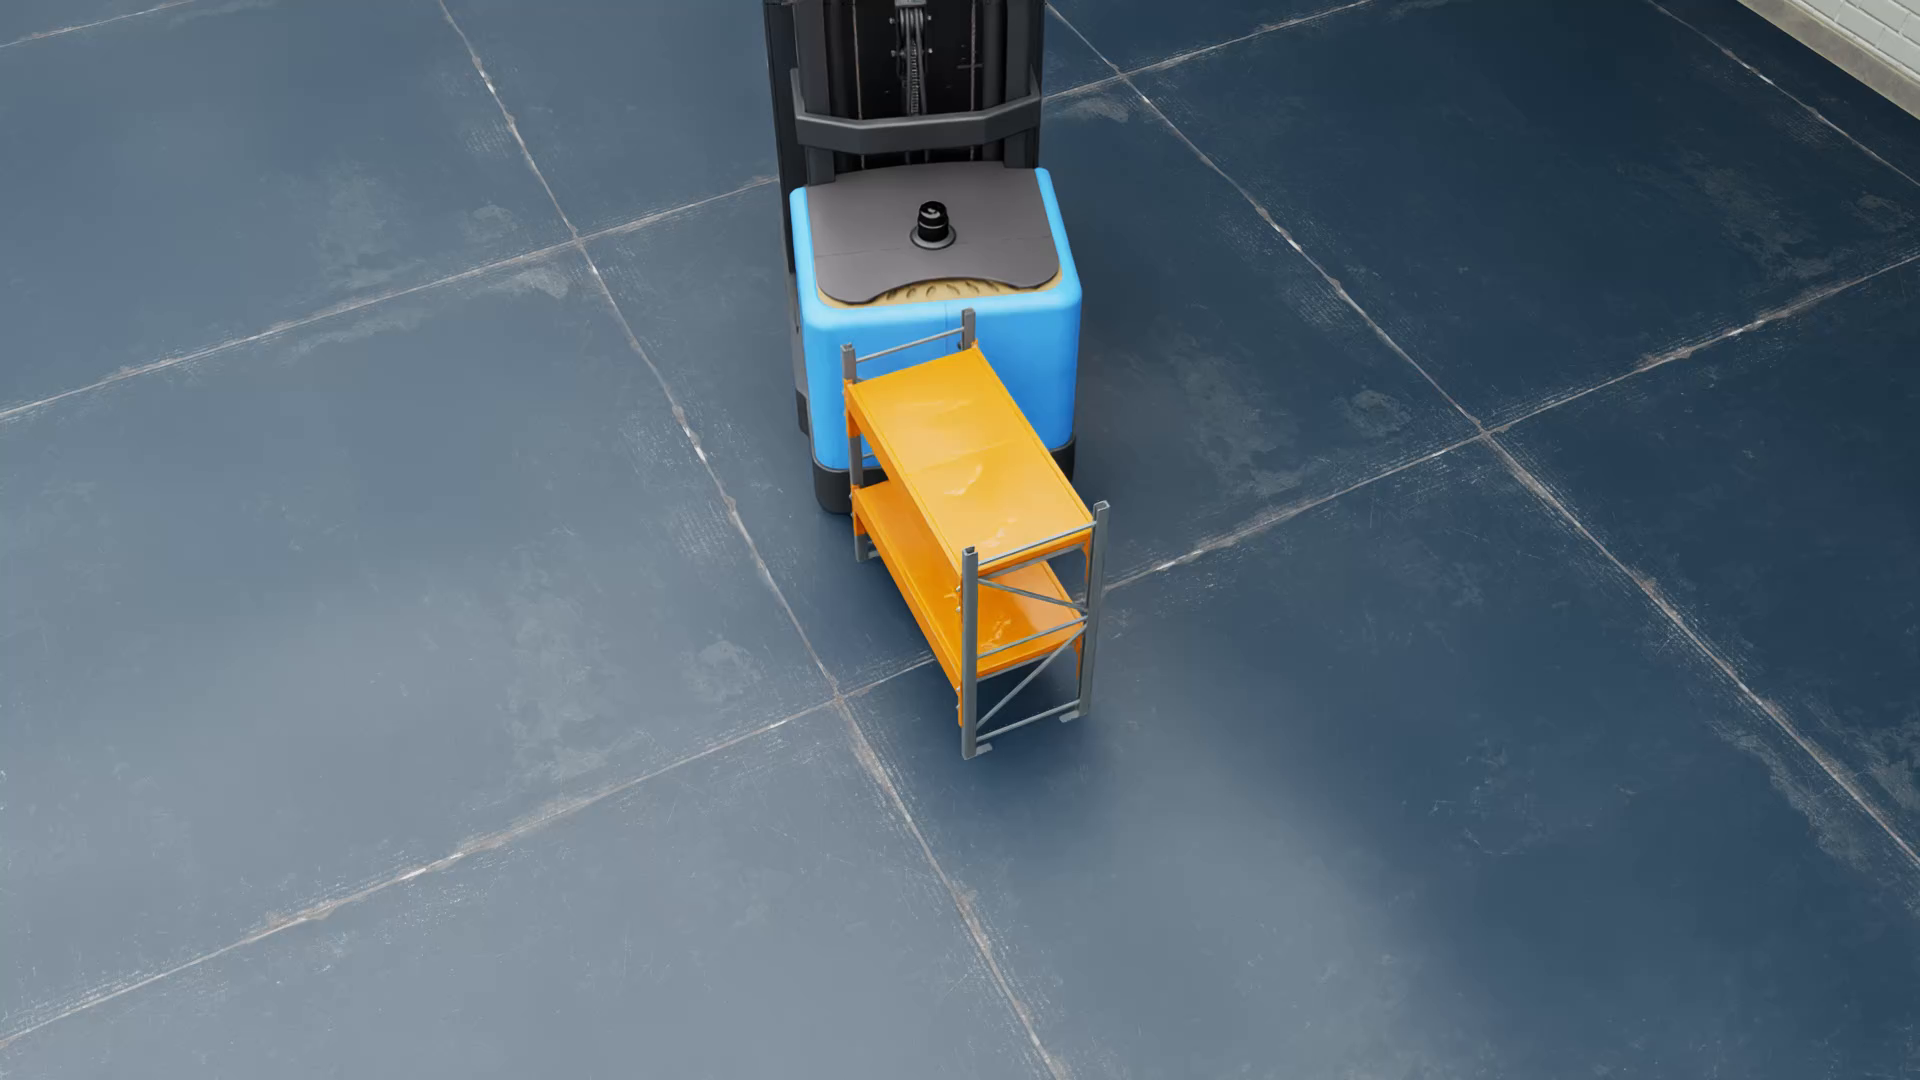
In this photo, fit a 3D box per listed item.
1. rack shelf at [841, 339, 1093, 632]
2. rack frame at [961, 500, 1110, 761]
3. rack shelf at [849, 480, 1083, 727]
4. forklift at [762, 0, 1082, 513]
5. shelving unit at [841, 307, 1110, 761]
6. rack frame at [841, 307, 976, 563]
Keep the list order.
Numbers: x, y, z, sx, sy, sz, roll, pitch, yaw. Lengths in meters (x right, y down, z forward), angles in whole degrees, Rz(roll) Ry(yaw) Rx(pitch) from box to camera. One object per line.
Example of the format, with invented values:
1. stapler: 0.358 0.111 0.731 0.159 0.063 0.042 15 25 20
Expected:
1. rack shelf: 0.031 -0.210 5.690 0.538 0.278 1.000 -19 51 -16
2. rack frame: 0.240 0.332 5.605 0.500 1.125 0.032 -19 51 -16
3. rack shelf: 0.031 0.144 6.094 0.538 0.278 1.000 -19 51 -16
4. forklift: -0.249 -2.197 6.617 1.130 2.935 3.031 -6 49 -5
5. shelving unit: 0.031 -0.017 5.910 0.538 1.125 1.048 -19 51 -16
6. rack frame: -0.178 -0.366 6.215 0.500 1.125 0.032 -19 51 -16
